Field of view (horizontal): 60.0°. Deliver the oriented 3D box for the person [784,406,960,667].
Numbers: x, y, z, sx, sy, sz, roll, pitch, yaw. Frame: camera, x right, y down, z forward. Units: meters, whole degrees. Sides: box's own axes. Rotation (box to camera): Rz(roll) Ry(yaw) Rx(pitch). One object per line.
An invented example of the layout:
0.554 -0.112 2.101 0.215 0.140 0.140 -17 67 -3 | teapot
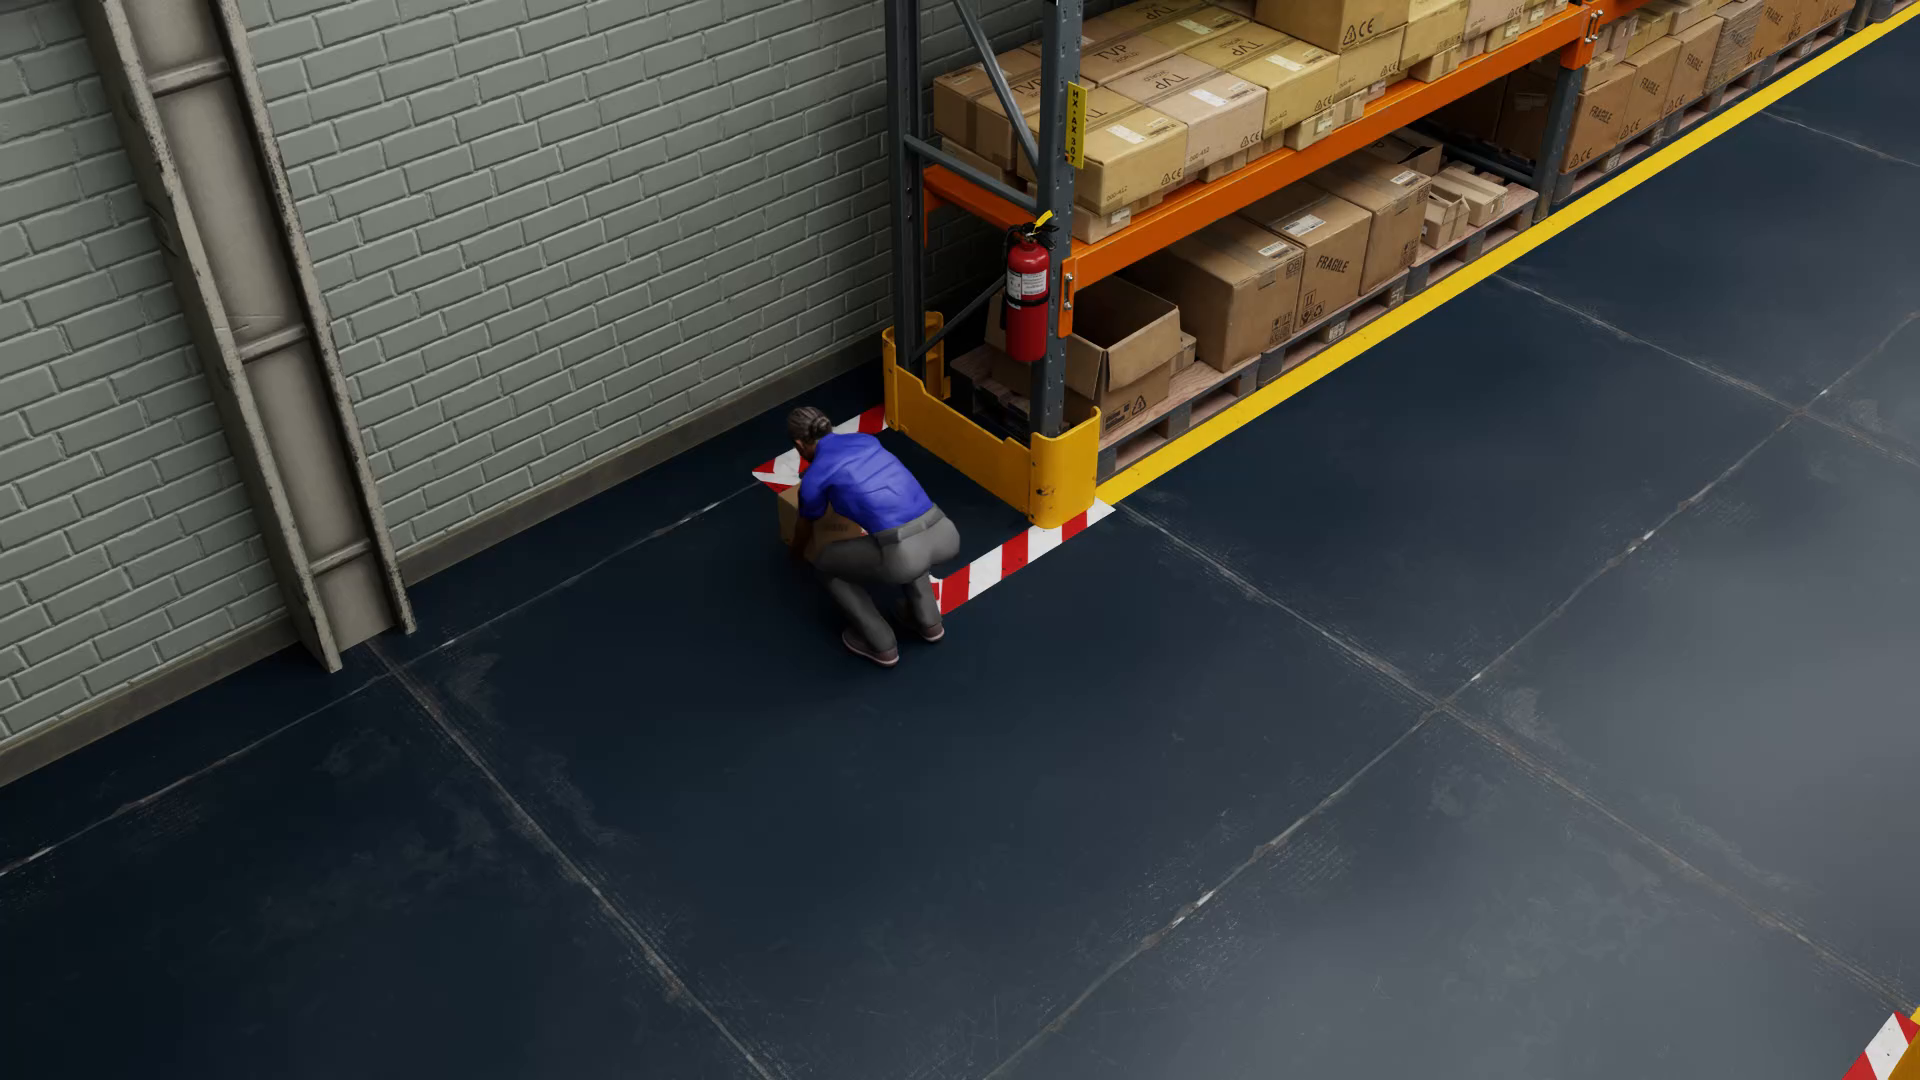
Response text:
-0.383 -0.021 6.750 0.470 0.938 0.863 -31 49 -31 | person
